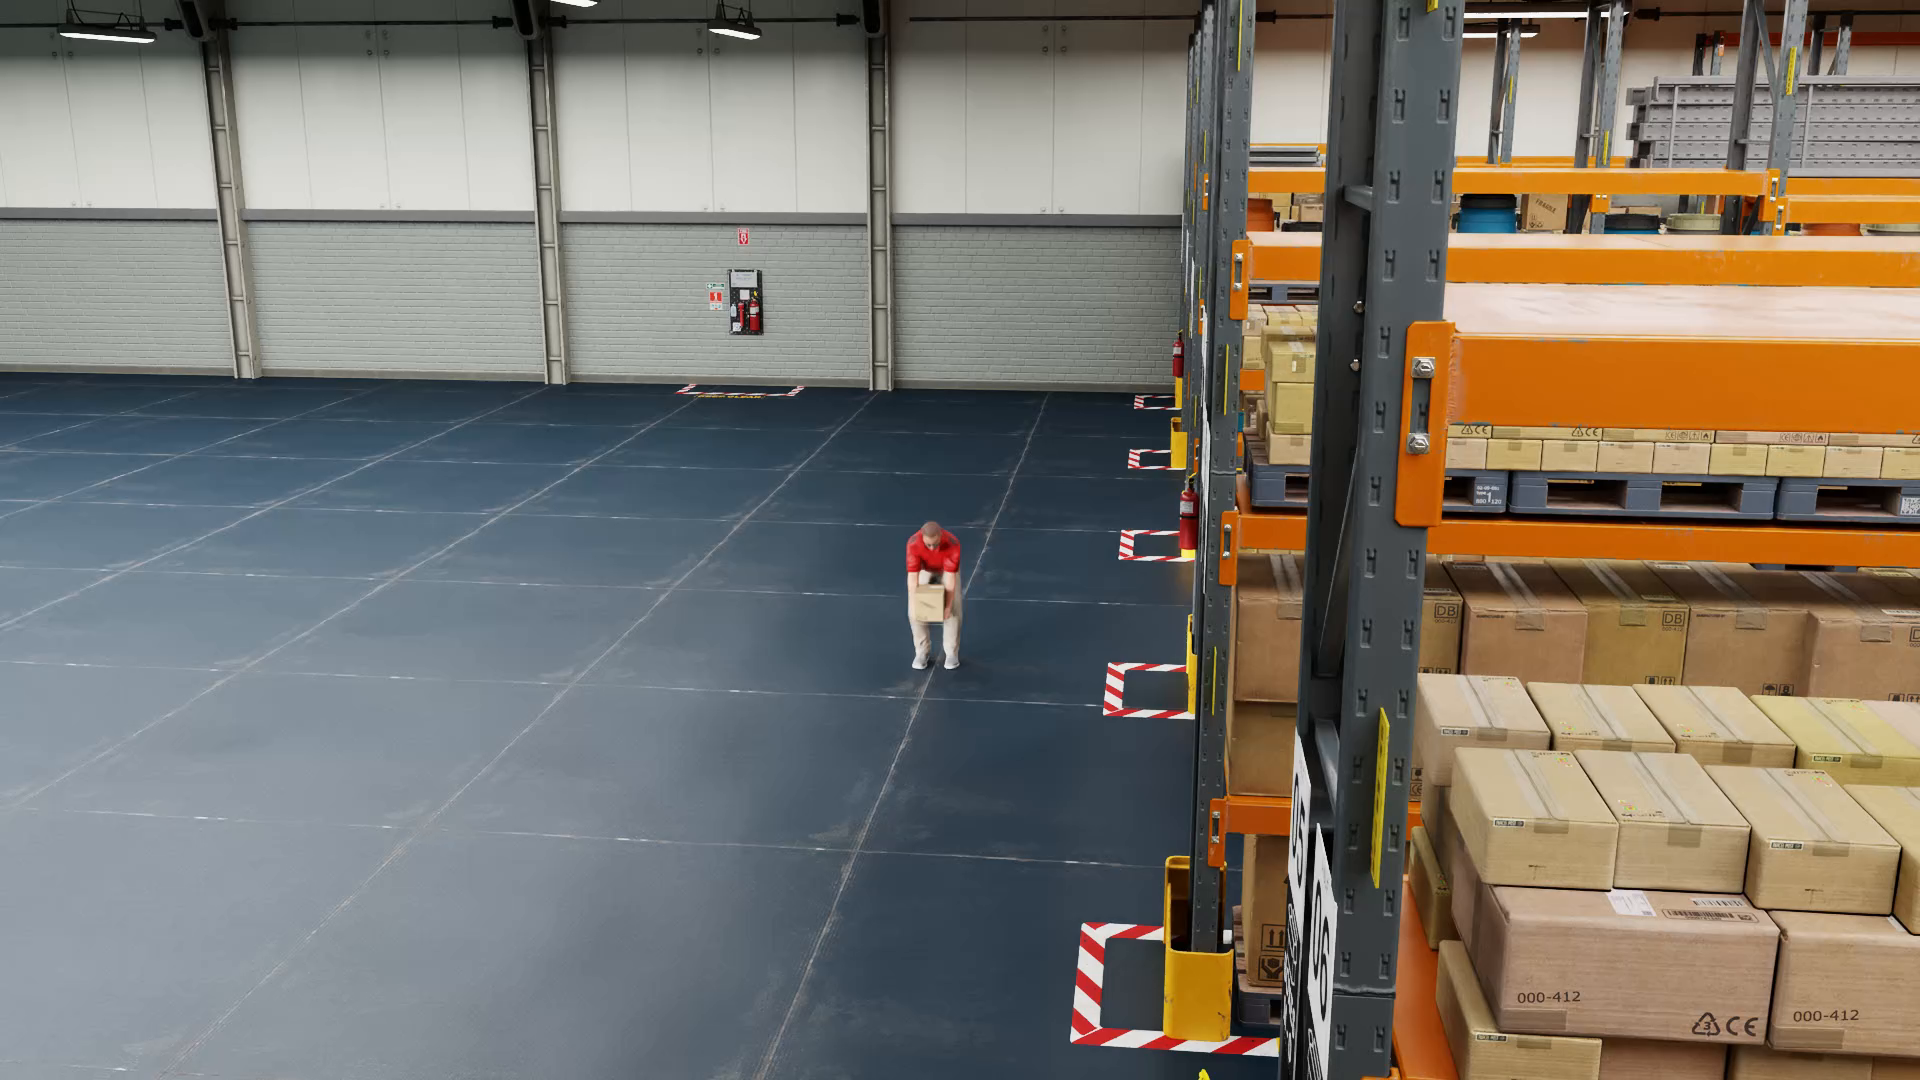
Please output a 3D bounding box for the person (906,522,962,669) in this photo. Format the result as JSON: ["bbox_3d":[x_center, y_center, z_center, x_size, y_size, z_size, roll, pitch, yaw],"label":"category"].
[{"bbox_3d":[-0.225,0.454,14.398,0.478,1.414,0.843,1,14,5],"label":"person"}]
